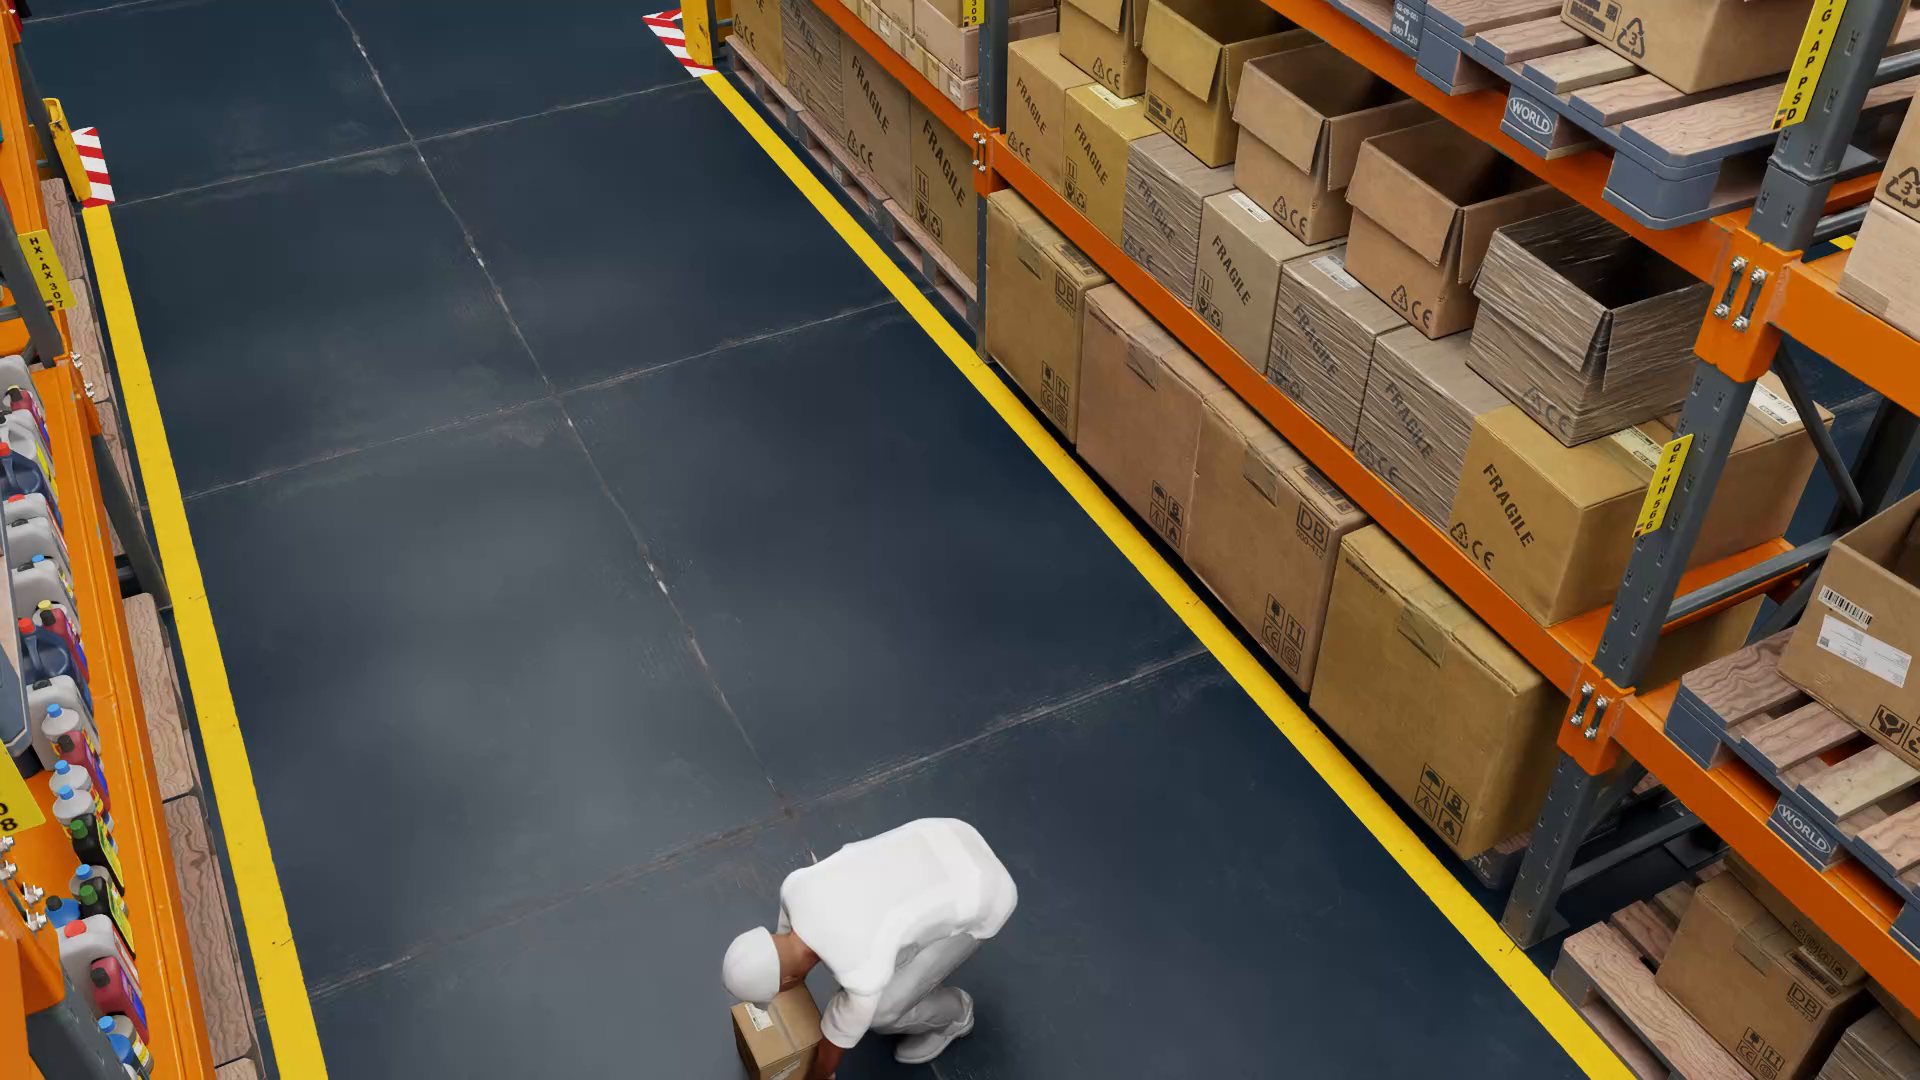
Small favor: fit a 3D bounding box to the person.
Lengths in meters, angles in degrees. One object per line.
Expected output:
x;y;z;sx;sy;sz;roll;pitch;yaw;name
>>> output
-0.286;1.352;5.330;0.977;0.828;0.518;-20;45;-22;person
